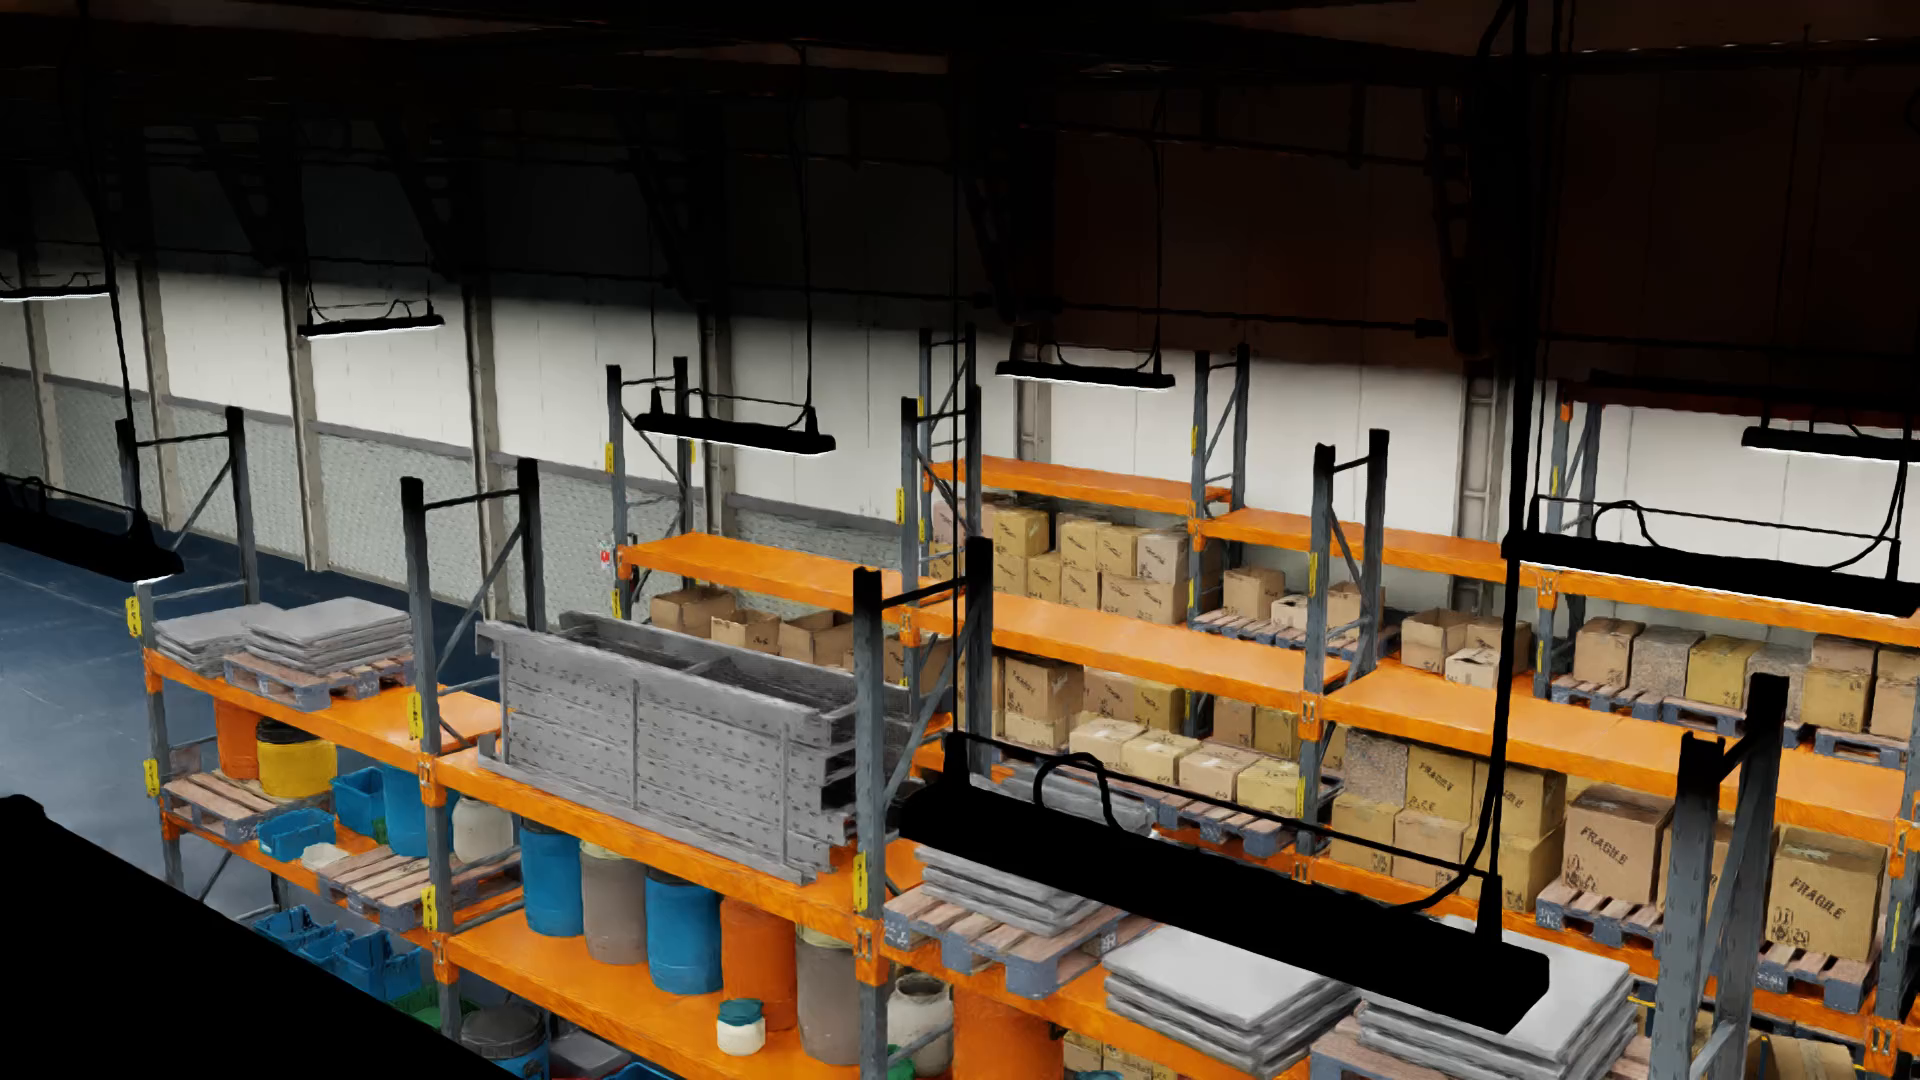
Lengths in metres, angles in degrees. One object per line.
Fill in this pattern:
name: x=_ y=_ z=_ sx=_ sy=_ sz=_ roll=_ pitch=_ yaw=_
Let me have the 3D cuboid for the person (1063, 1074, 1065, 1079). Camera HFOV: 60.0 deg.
person: x=0.673 y=4.333 z=13.541 sx=1.037 sy=1.517 sz=0.417 roll=11 pitch=17 yaw=40
